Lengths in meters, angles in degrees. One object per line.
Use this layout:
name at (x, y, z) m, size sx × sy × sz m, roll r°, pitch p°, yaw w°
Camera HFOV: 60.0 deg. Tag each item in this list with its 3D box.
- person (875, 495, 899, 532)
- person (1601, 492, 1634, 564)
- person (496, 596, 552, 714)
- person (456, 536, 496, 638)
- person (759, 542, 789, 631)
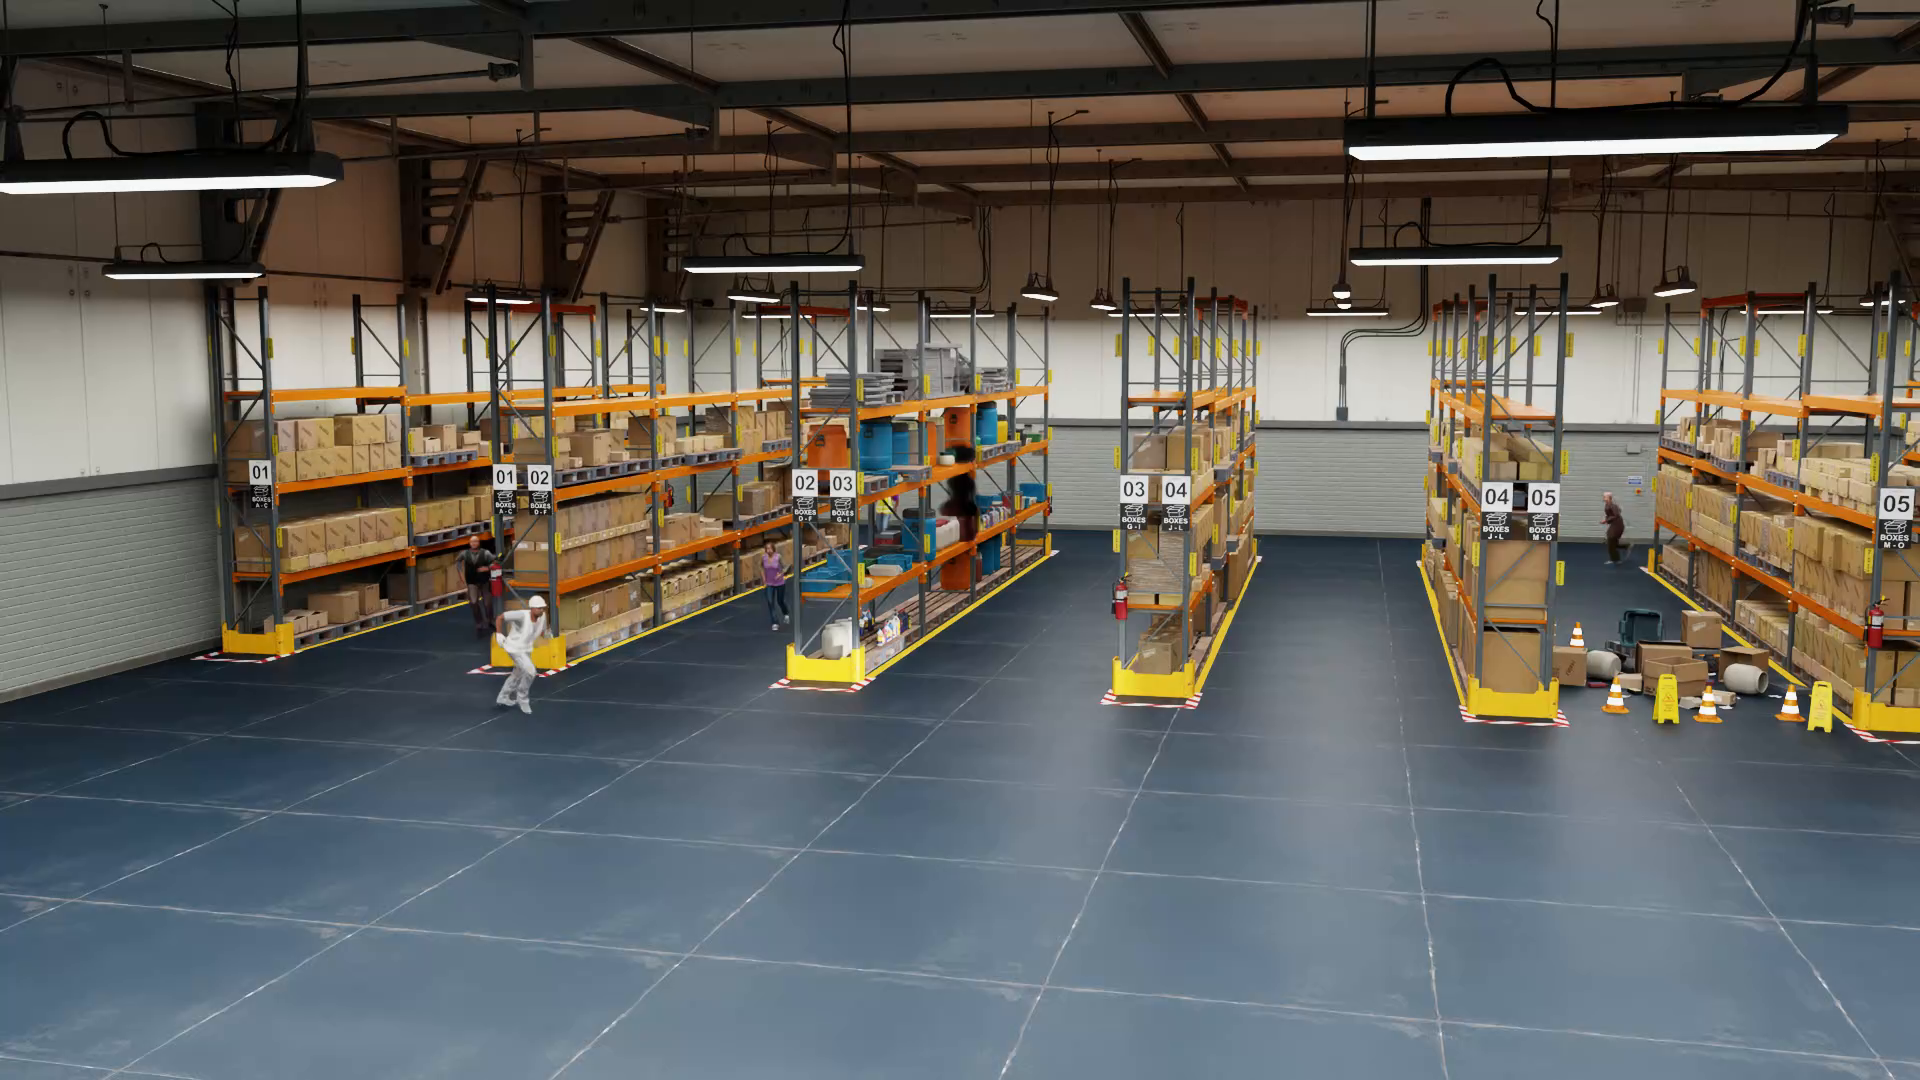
person at (-1.911, -0.665, 41.932) m, size 0.713 × 1.749 × 0.848 m, roll 1°, pitch 7°, yaw 9°
person at (15.284, -0.266, 38.685) m, size 0.794 × 1.712 × 0.710 m, roll 1°, pitch 7°, yaw 10°
person at (-6.058, 1.580, 22.883) m, size 0.993 × 1.683 × 0.728 m, roll 4°, pitch 8°, yaw 30°
person at (-8.489, 0.802, 29.229) m, size 0.738 × 1.766 × 0.794 m, roll -1°, pitch 7°, yaw -10°
person at (-3.337, 0.793, 29.803) m, size 0.560 × 1.568 × 0.779 m, roll 2°, pitch 7°, yaw 13°
